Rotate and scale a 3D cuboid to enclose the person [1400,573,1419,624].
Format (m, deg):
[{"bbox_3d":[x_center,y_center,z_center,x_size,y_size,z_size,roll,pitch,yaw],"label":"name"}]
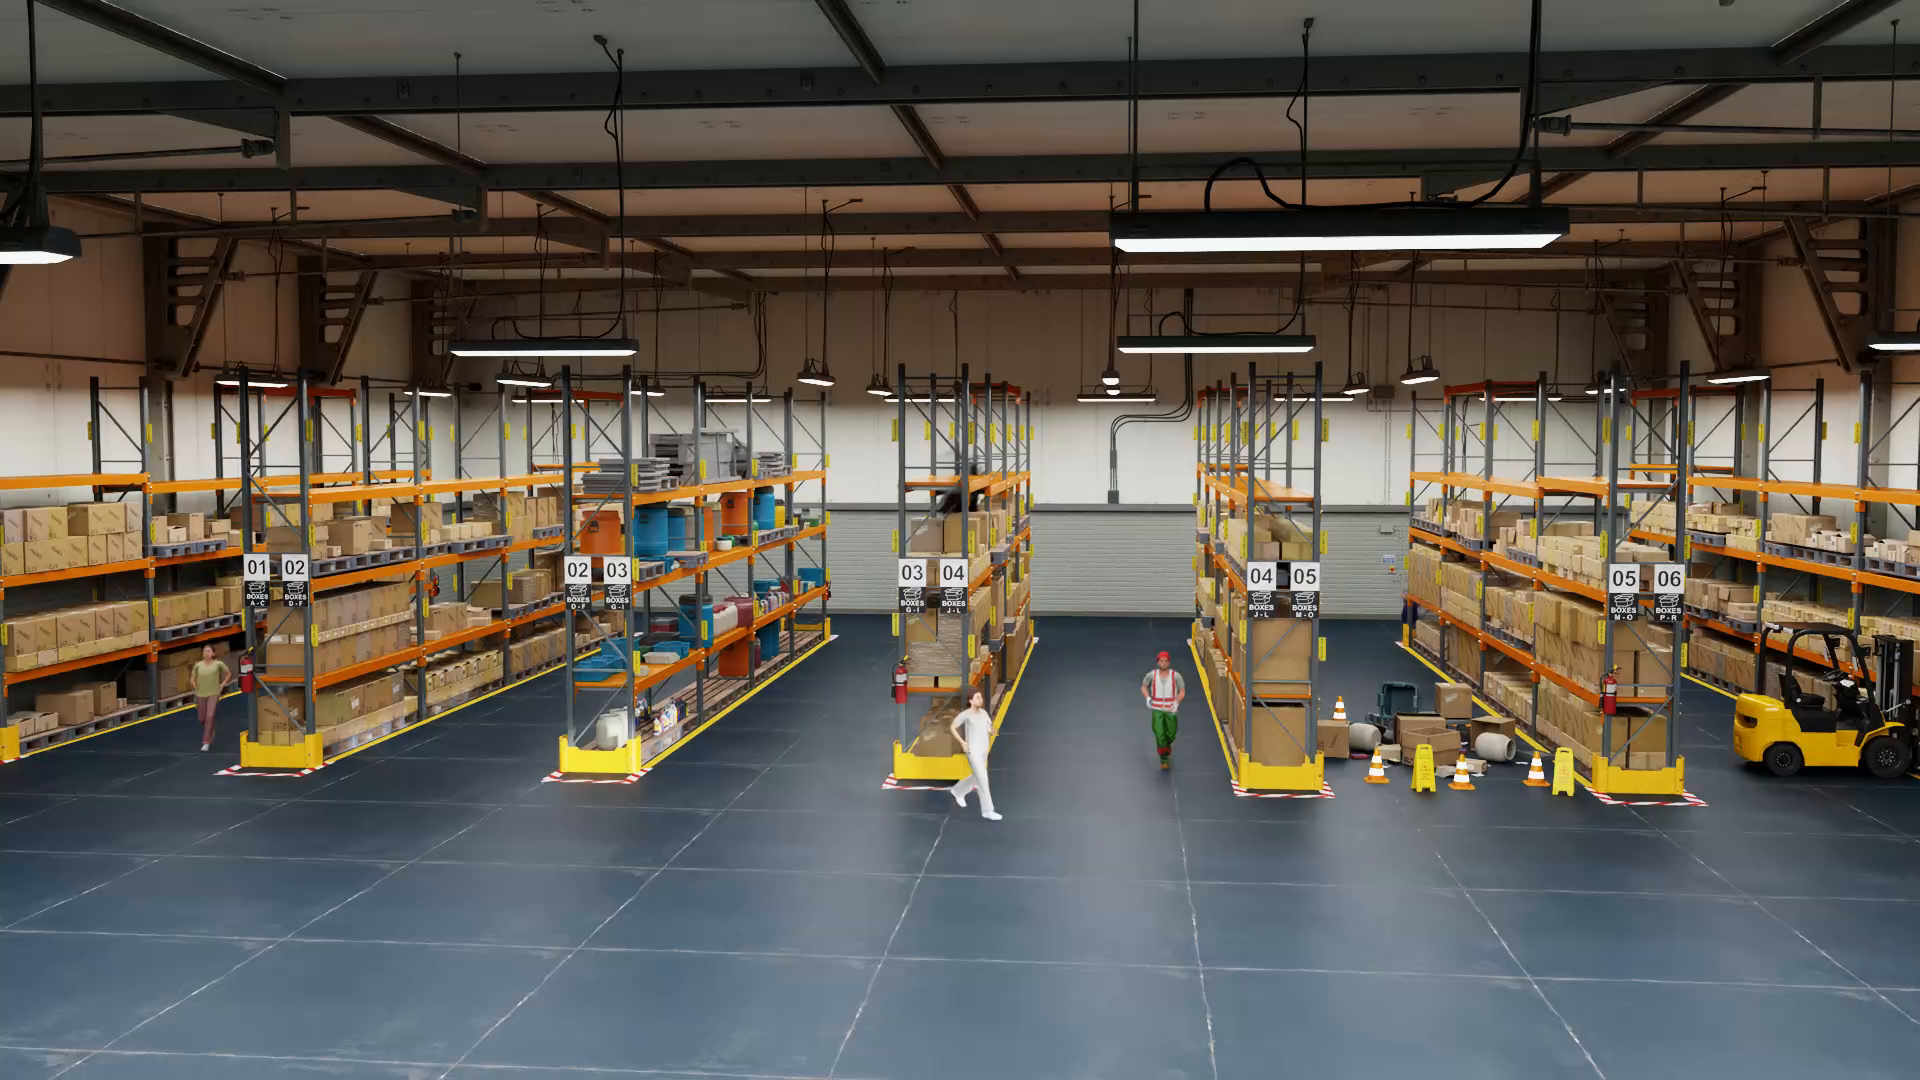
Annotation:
[{"bbox_3d":[11.015,1.675,40.339,0.680,1.608,0.677,2,4,24],"label":"person"}]

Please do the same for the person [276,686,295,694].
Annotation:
[{"bbox_3d":[-11.847,2.277,29.294,0.624,1.669,0.836,0,4,1],"label":"person"}]

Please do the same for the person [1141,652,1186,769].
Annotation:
[{"bbox_3d":[3.035,2.535,24.848,0.663,1.757,0.714,0,4,7],"label":"person"}]

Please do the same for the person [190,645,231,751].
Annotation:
[{"bbox_3d":[-11.895,2.474,26.345,0.582,1.637,0.897,-1,4,-9],"label":"person"}]

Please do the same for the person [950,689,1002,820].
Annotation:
[{"bbox_3d":[0.198,2.758,21.656,0.964,1.647,0.569,3,5,42],"label":"person"}]
